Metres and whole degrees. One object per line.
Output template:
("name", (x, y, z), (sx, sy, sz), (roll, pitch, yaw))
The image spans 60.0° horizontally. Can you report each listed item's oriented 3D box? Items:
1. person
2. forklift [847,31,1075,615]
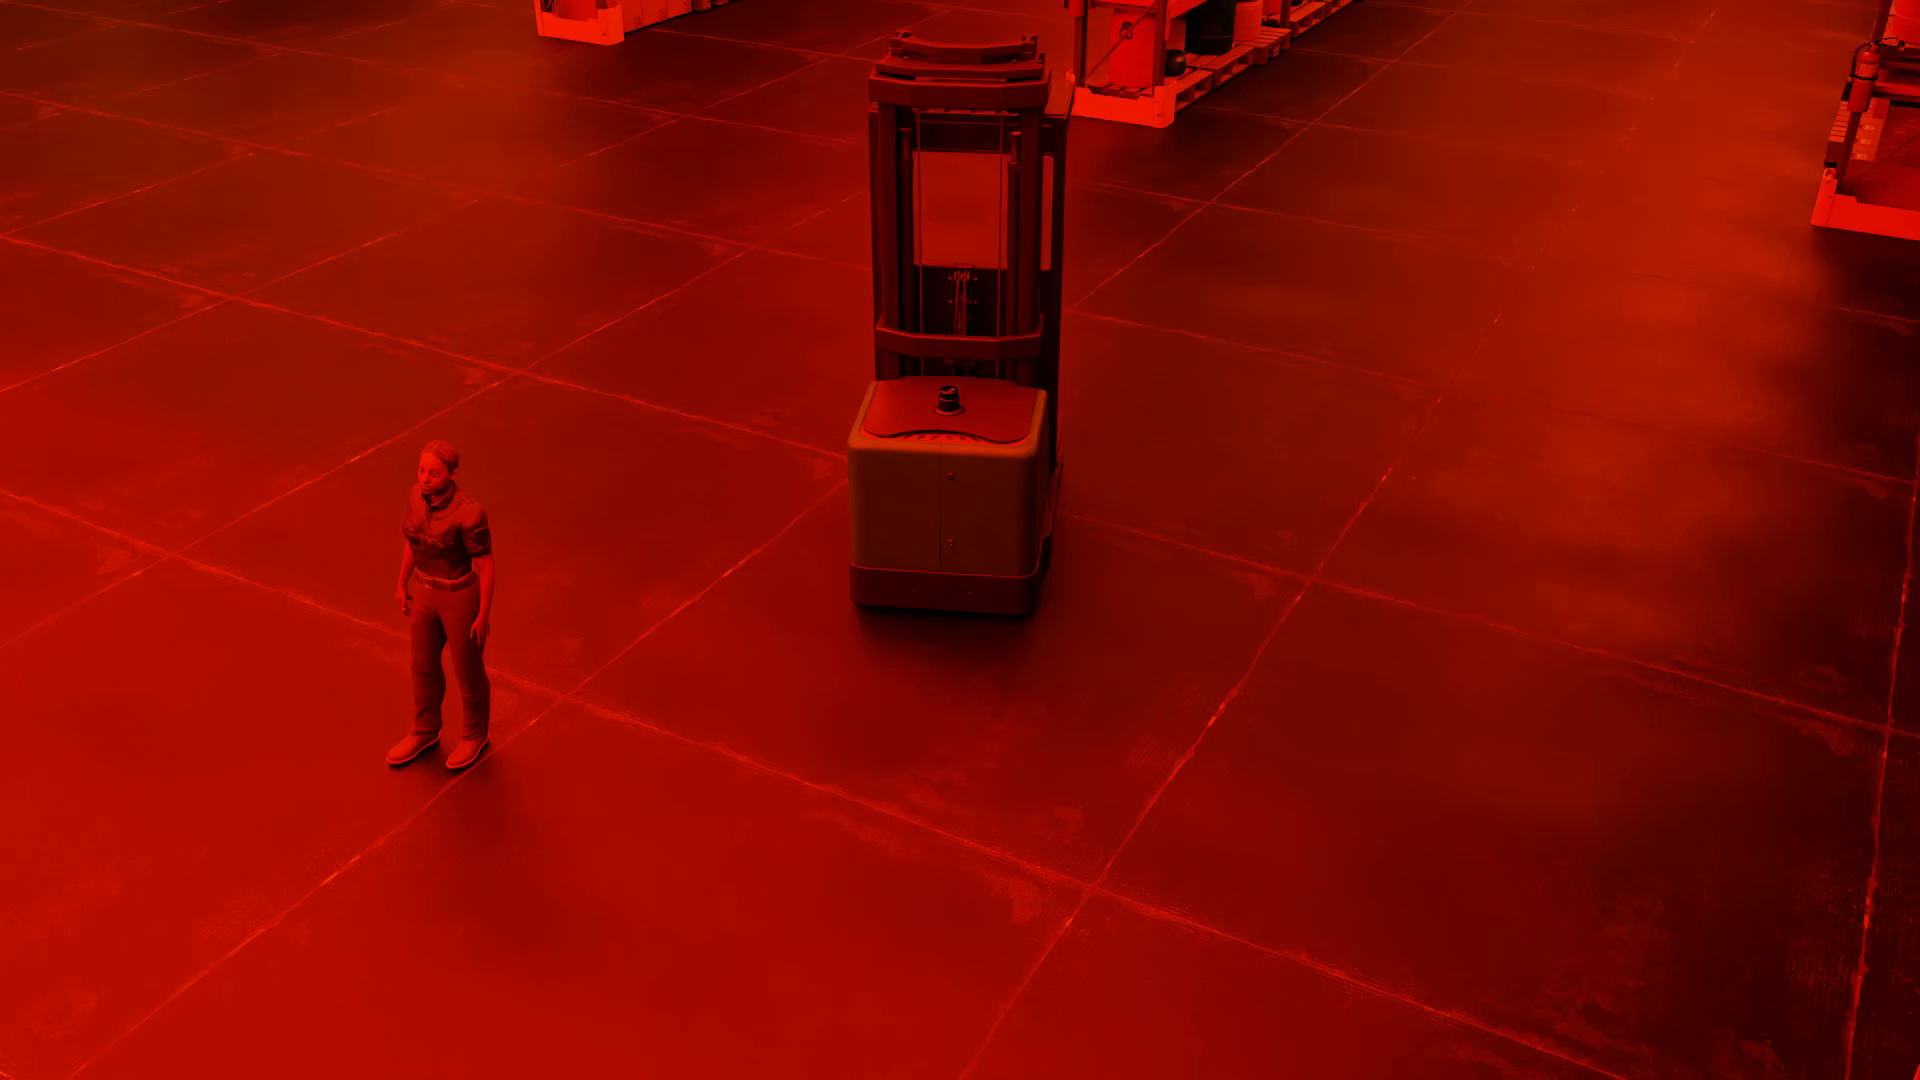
("person", (-2.451, 0.326, 7.769), (0.570, 1.656, 0.503), (15, 33, 24))
("forklift", (0.072, -1.572, 9.794), (1.130, 2.935, 3.031), (3, 30, 6))
